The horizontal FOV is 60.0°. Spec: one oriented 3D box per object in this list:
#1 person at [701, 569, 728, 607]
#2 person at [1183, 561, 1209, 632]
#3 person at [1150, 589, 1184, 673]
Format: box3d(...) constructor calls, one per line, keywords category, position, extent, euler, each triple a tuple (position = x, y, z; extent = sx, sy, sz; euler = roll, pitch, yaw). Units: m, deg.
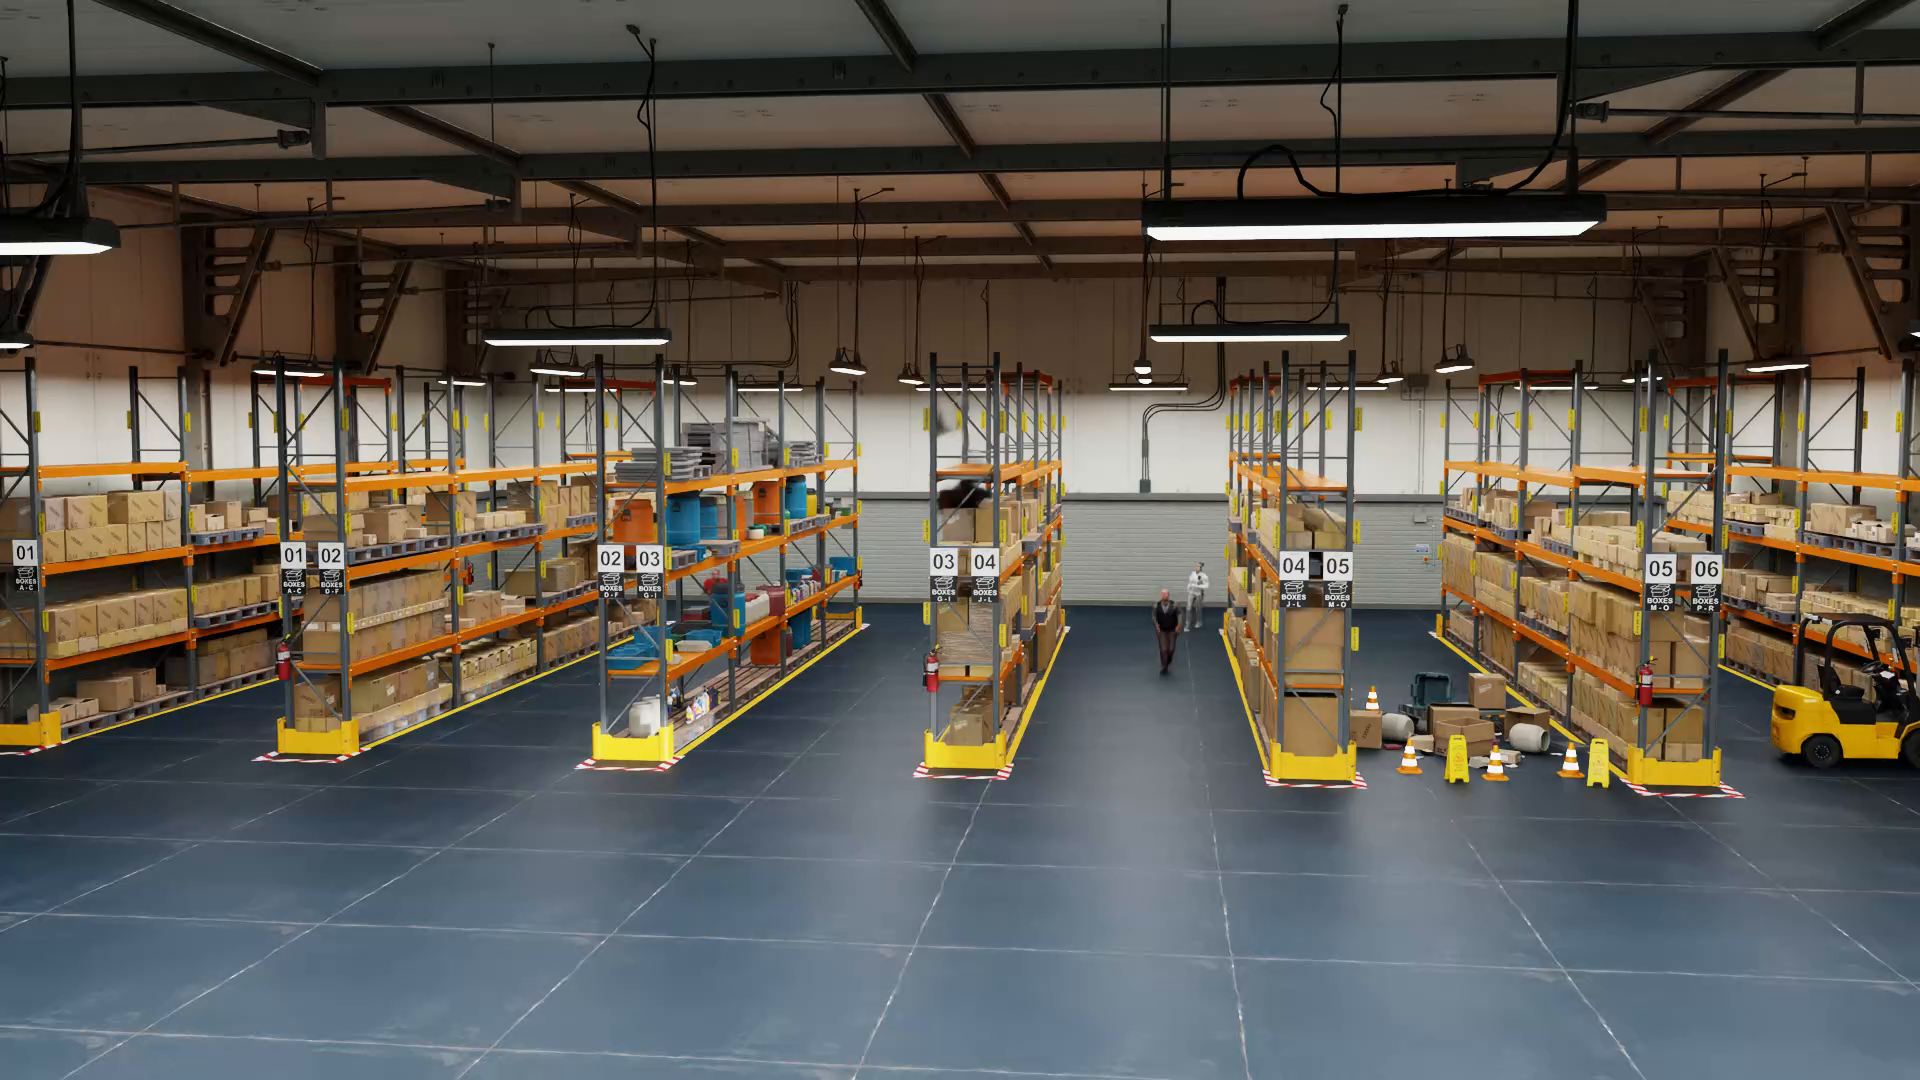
box3d(category="person", position=(-5.494, 1.512, 37.651), extent=(0.653, 1.750, 0.978), euler=(0, 4, 4))
box3d(category="person", position=(5.738, 1.363, 39.943), extent=(0.616, 1.743, 0.791), euler=(3, 5, 34))
box3d(category="person", position=(4.133, 1.818, 33.214), extent=(0.675, 1.686, 0.653), euler=(1, 4, 11))
